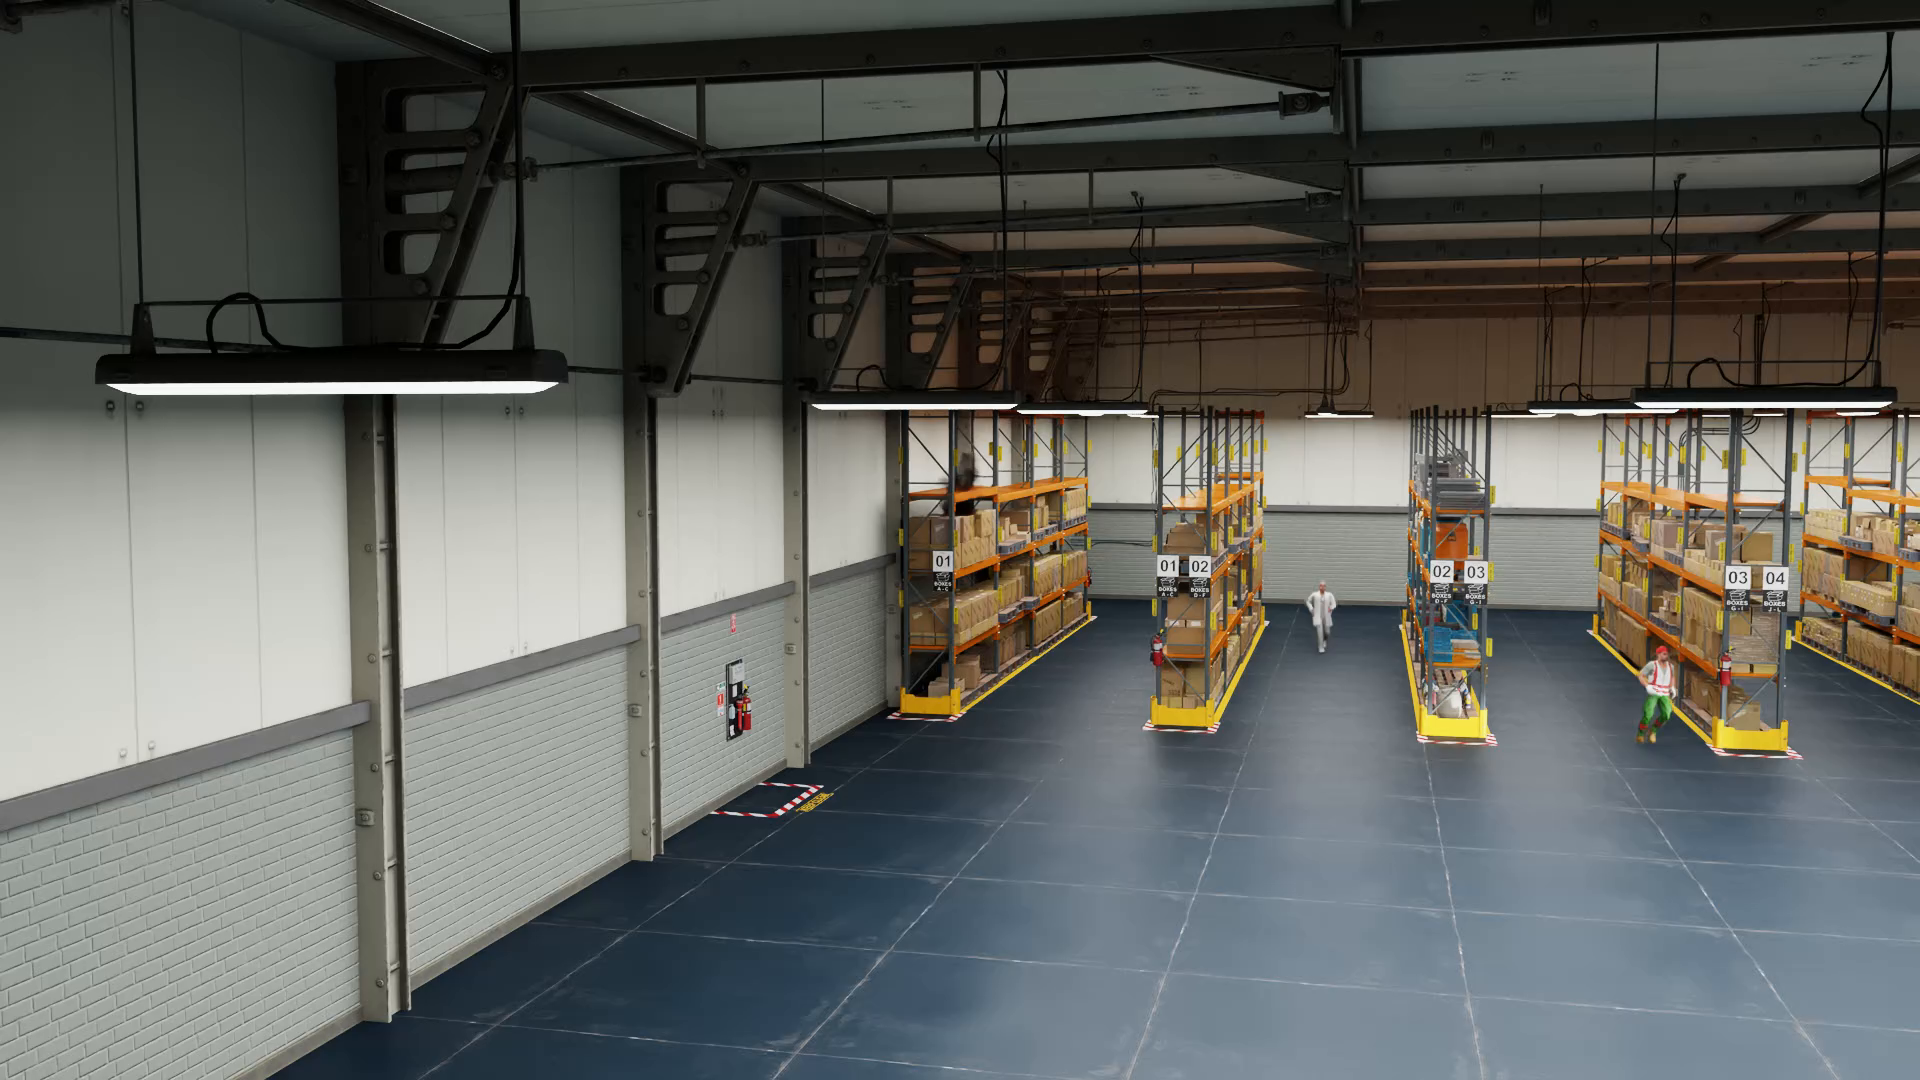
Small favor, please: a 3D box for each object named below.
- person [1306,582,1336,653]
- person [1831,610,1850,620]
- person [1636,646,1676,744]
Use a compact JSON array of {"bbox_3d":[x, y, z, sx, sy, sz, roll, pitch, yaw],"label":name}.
[{"bbox_3d":[8.947,1.901,41.181,0.715,1.735,0.826,0,4,5],"label":"person"},{"bbox_3d":[23.458,1.806,44.243,0.819,1.521,0.544,1,4,16],"label":"person"},{"bbox_3d":[12.366,2.737,29.408,0.719,1.727,0.608,0,4,0],"label":"person"}]
